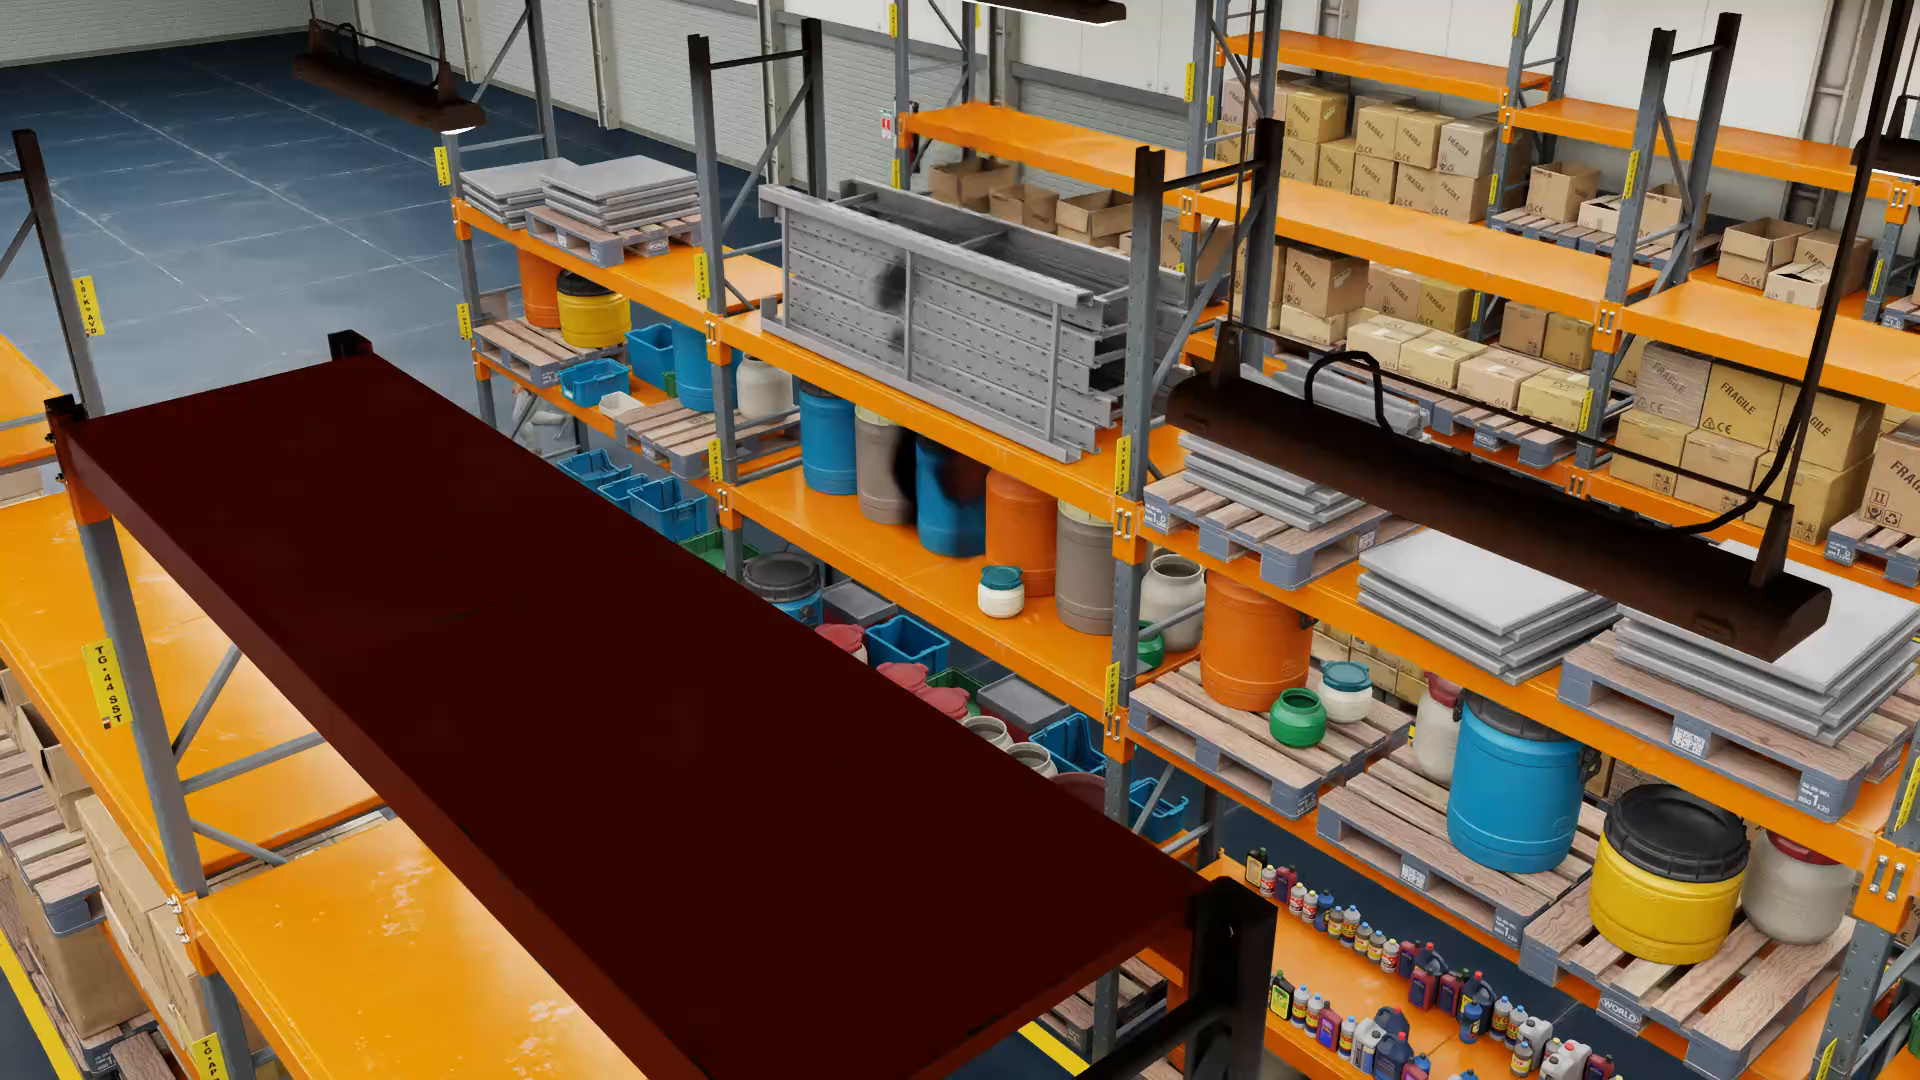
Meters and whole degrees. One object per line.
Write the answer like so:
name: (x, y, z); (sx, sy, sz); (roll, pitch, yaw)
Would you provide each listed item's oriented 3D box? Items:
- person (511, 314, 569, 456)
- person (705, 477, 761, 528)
person: (-4.885, -1.760, 19.152); (0.657, 1.745, 0.671); (-7, 28, -13)
person: (-2.219, -0.283, 16.369); (0.767, 1.594, 0.553); (19, 33, 33)
